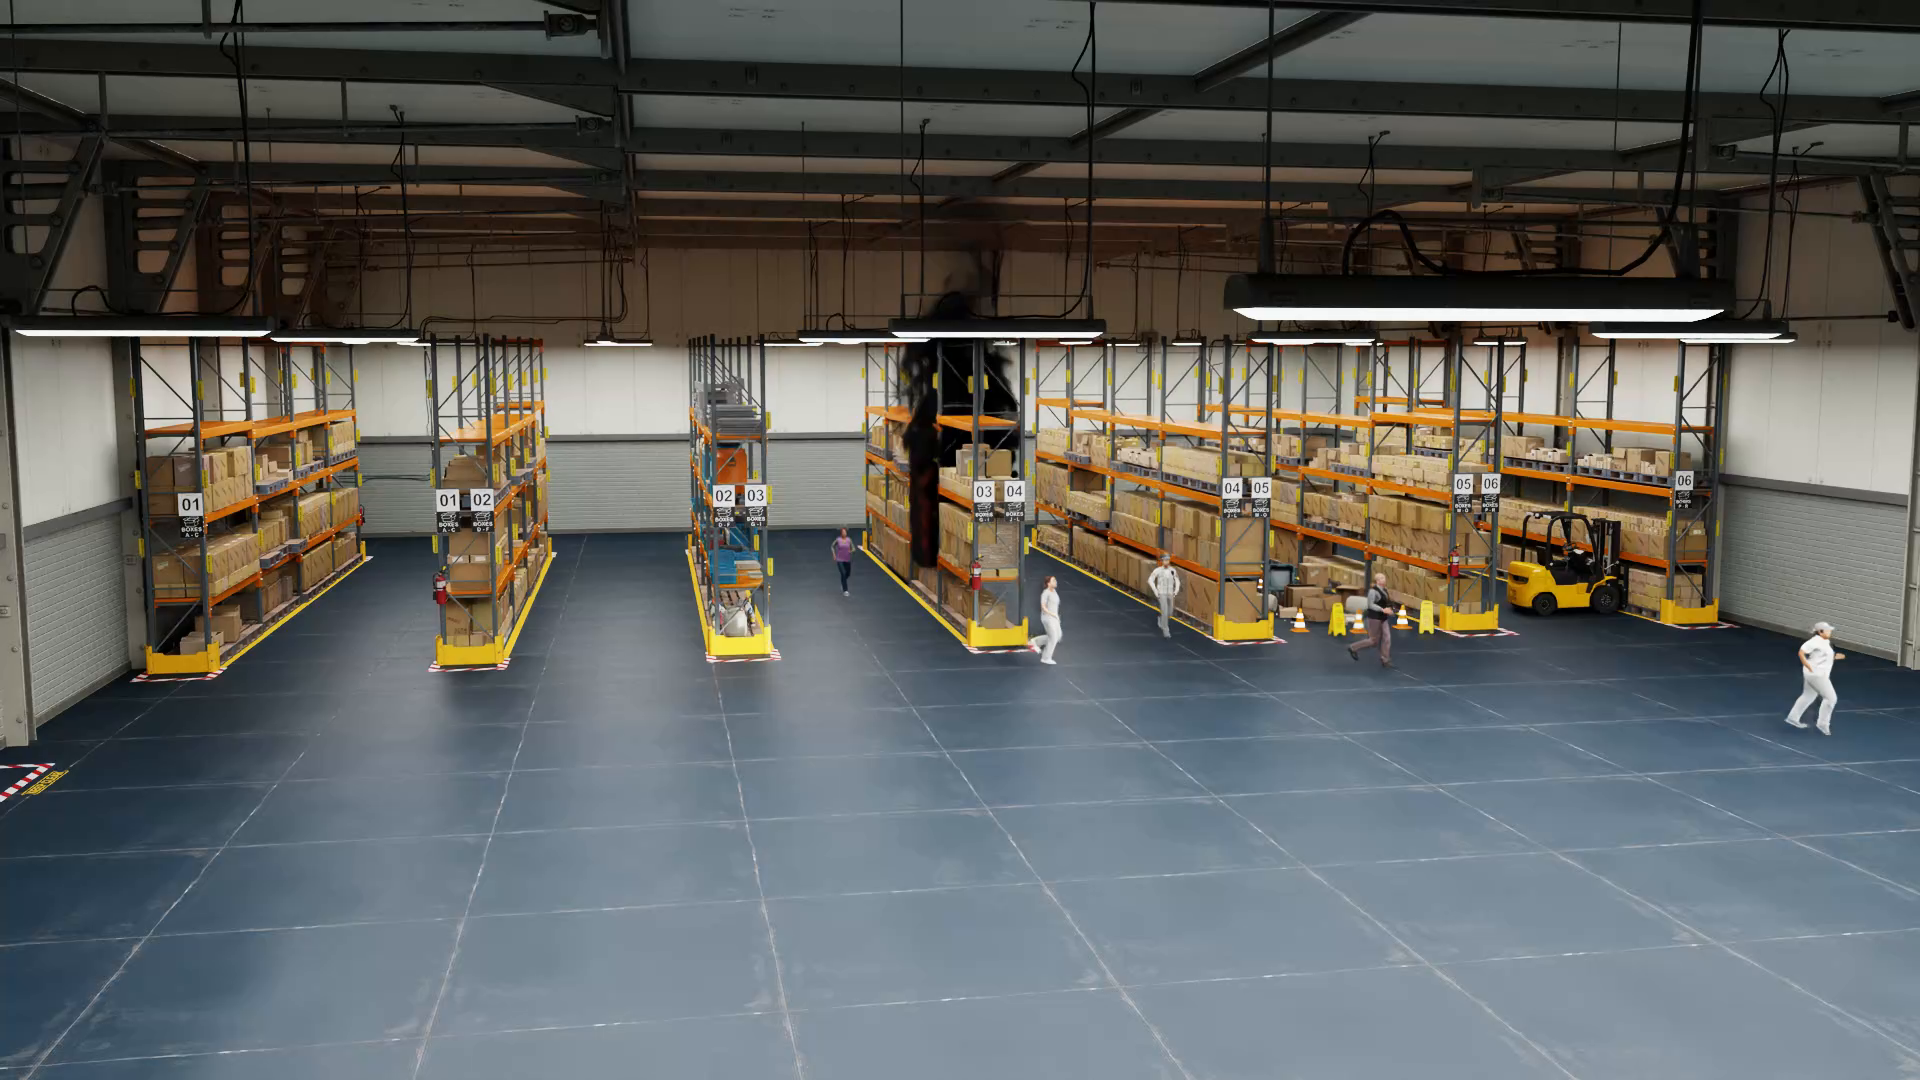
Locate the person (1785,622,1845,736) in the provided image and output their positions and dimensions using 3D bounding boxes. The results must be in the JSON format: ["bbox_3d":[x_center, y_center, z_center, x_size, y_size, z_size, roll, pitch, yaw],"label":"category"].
[{"bbox_3d":[12.817,2.074,24.898,0.732,1.737,0.573,4,7,28],"label":"person"}]

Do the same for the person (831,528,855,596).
[{"bbox_3d":[-2.721,0.490,38.763,0.538,1.575,0.804,-2,7,-18],"label":"person"}]

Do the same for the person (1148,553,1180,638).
[{"bbox_3d":[4.091,1.083,33.379,0.636,1.675,0.735,-2,7,-13],"label":"person"}]

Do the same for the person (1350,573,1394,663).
[{"bbox_3d":[7.494,1.407,30.036,0.786,1.645,0.670,5,8,37],"label":"person"}]

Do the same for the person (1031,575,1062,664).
[{"bbox_3d":[1.596,1.444,30.449,0.633,1.644,0.584,3,7,27],"label":"person"}]
